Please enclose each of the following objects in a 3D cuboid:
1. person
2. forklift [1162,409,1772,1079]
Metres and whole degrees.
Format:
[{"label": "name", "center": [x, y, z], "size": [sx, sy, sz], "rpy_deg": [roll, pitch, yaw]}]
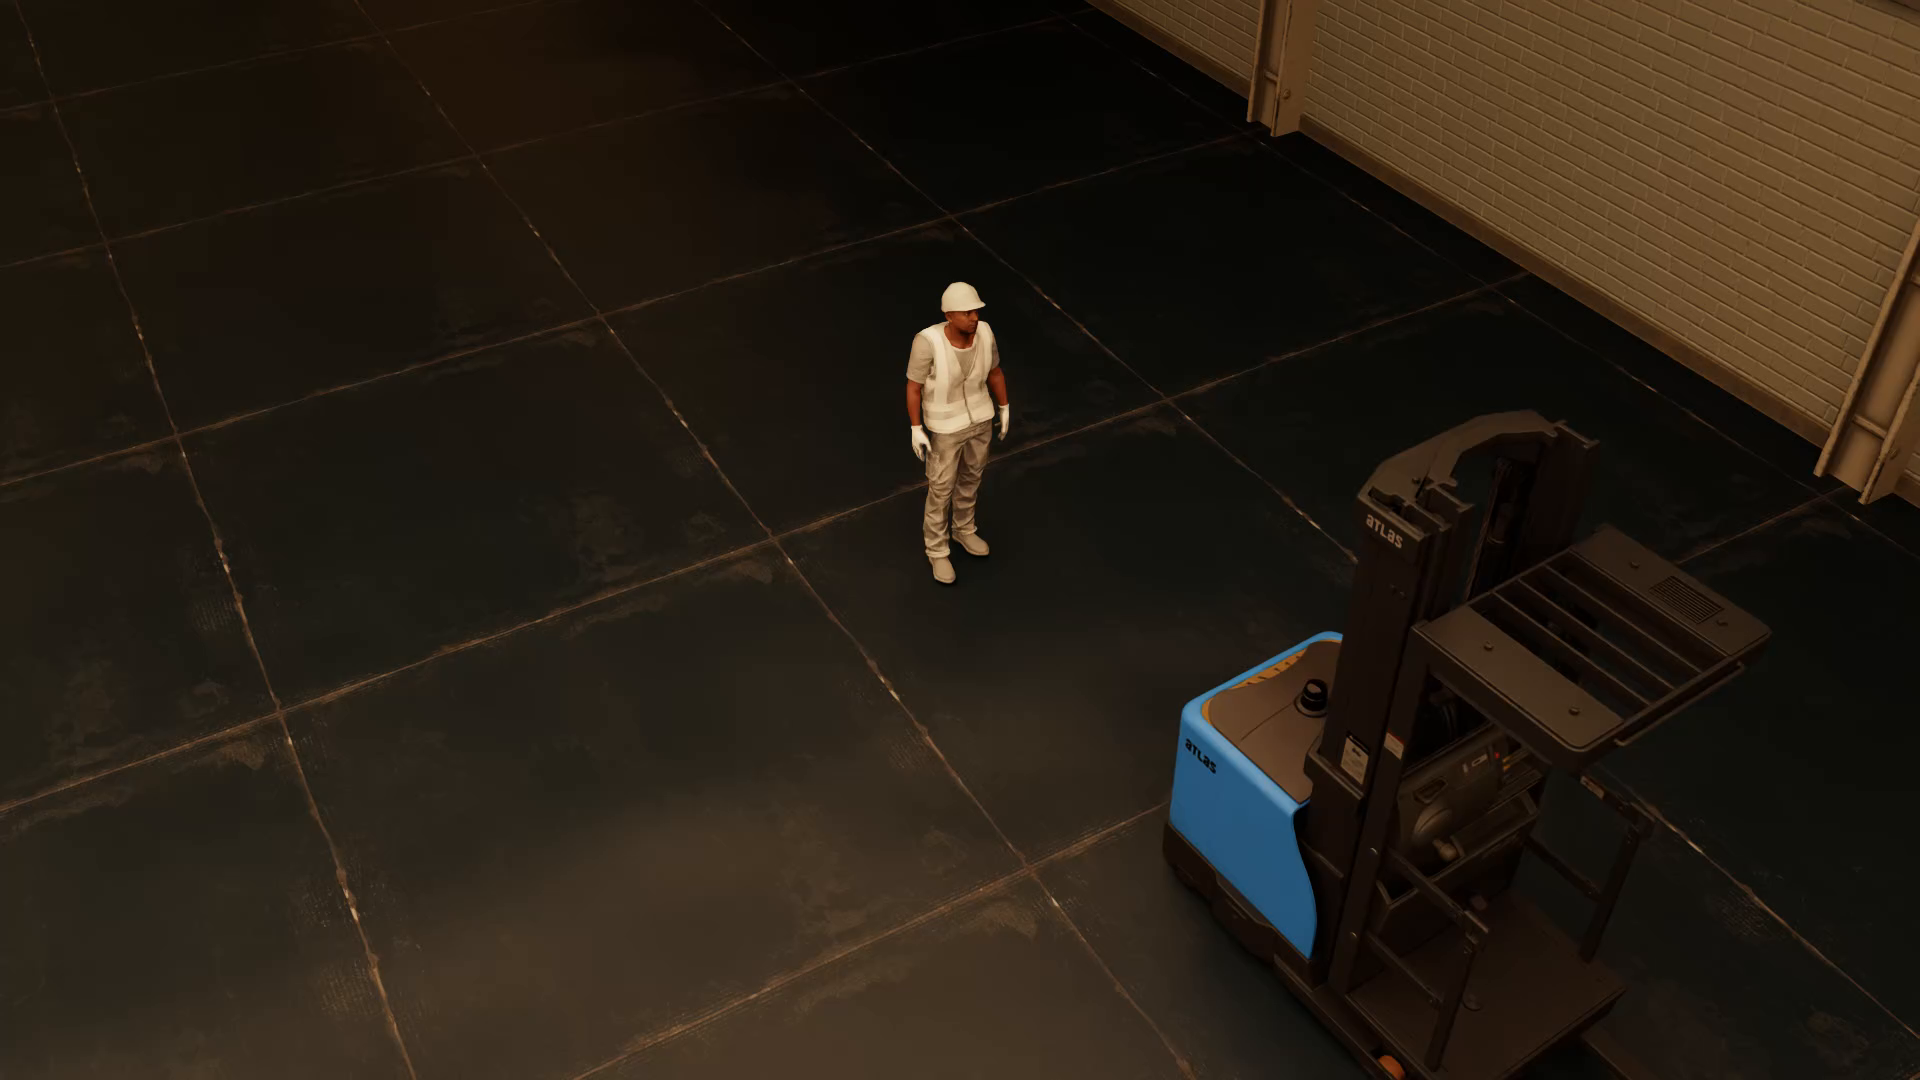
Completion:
[{"label": "person", "center": [0.028, -0.650, 9.707], "size": [0.656, 1.782, 0.577], "rpy_deg": [-20, 44, -23]}, {"label": "forklift", "center": [2.259, 1.072, 6.743], "size": [1.130, 2.935, 3.031], "rpy_deg": [-24, 45, -26]}]
